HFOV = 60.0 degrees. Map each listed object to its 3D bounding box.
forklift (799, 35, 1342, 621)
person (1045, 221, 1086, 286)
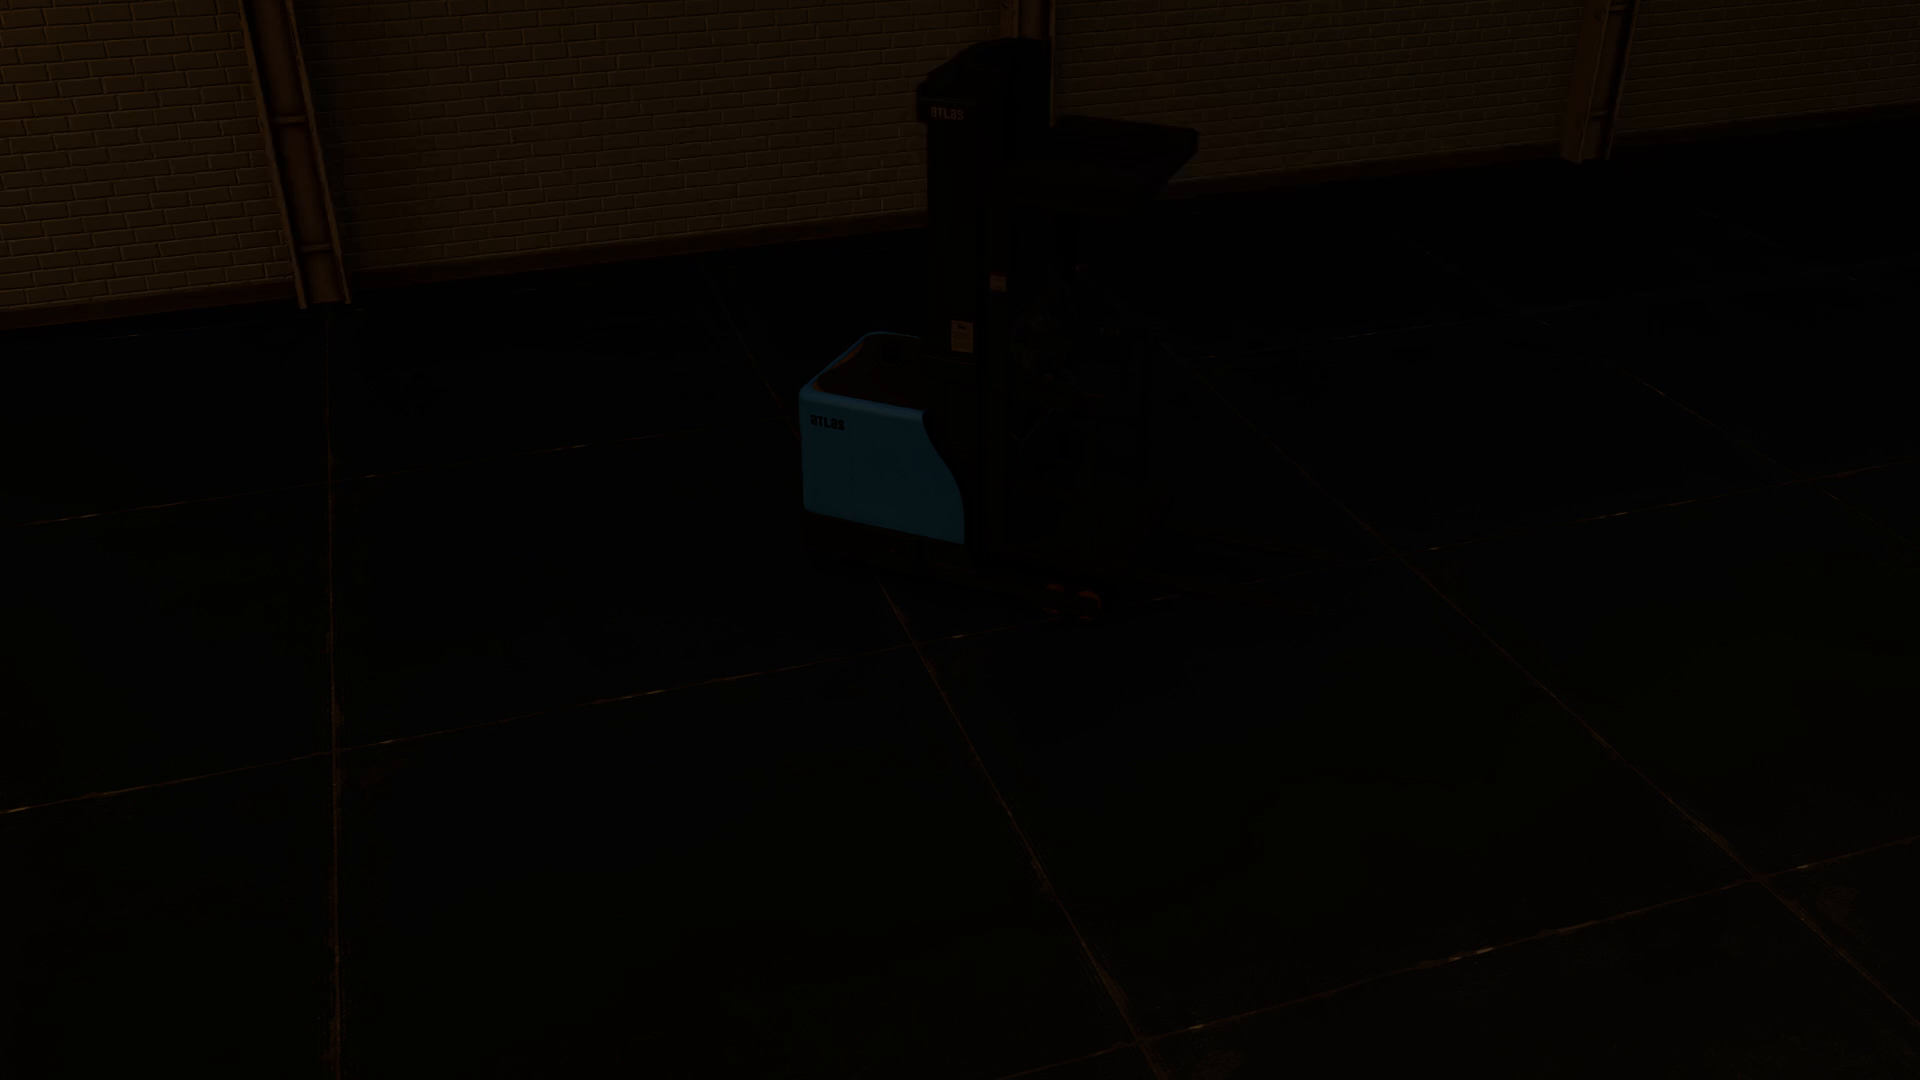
[{"bbox_3d":[0.640,-1.121,9.036,3.031,2.935,1.130,12,32,20],"label":"forklift"},{"bbox_3d":[0.576,-1.605,11.443,0.909,1.381,0.705,-16,33,-25],"label":"person"}]
